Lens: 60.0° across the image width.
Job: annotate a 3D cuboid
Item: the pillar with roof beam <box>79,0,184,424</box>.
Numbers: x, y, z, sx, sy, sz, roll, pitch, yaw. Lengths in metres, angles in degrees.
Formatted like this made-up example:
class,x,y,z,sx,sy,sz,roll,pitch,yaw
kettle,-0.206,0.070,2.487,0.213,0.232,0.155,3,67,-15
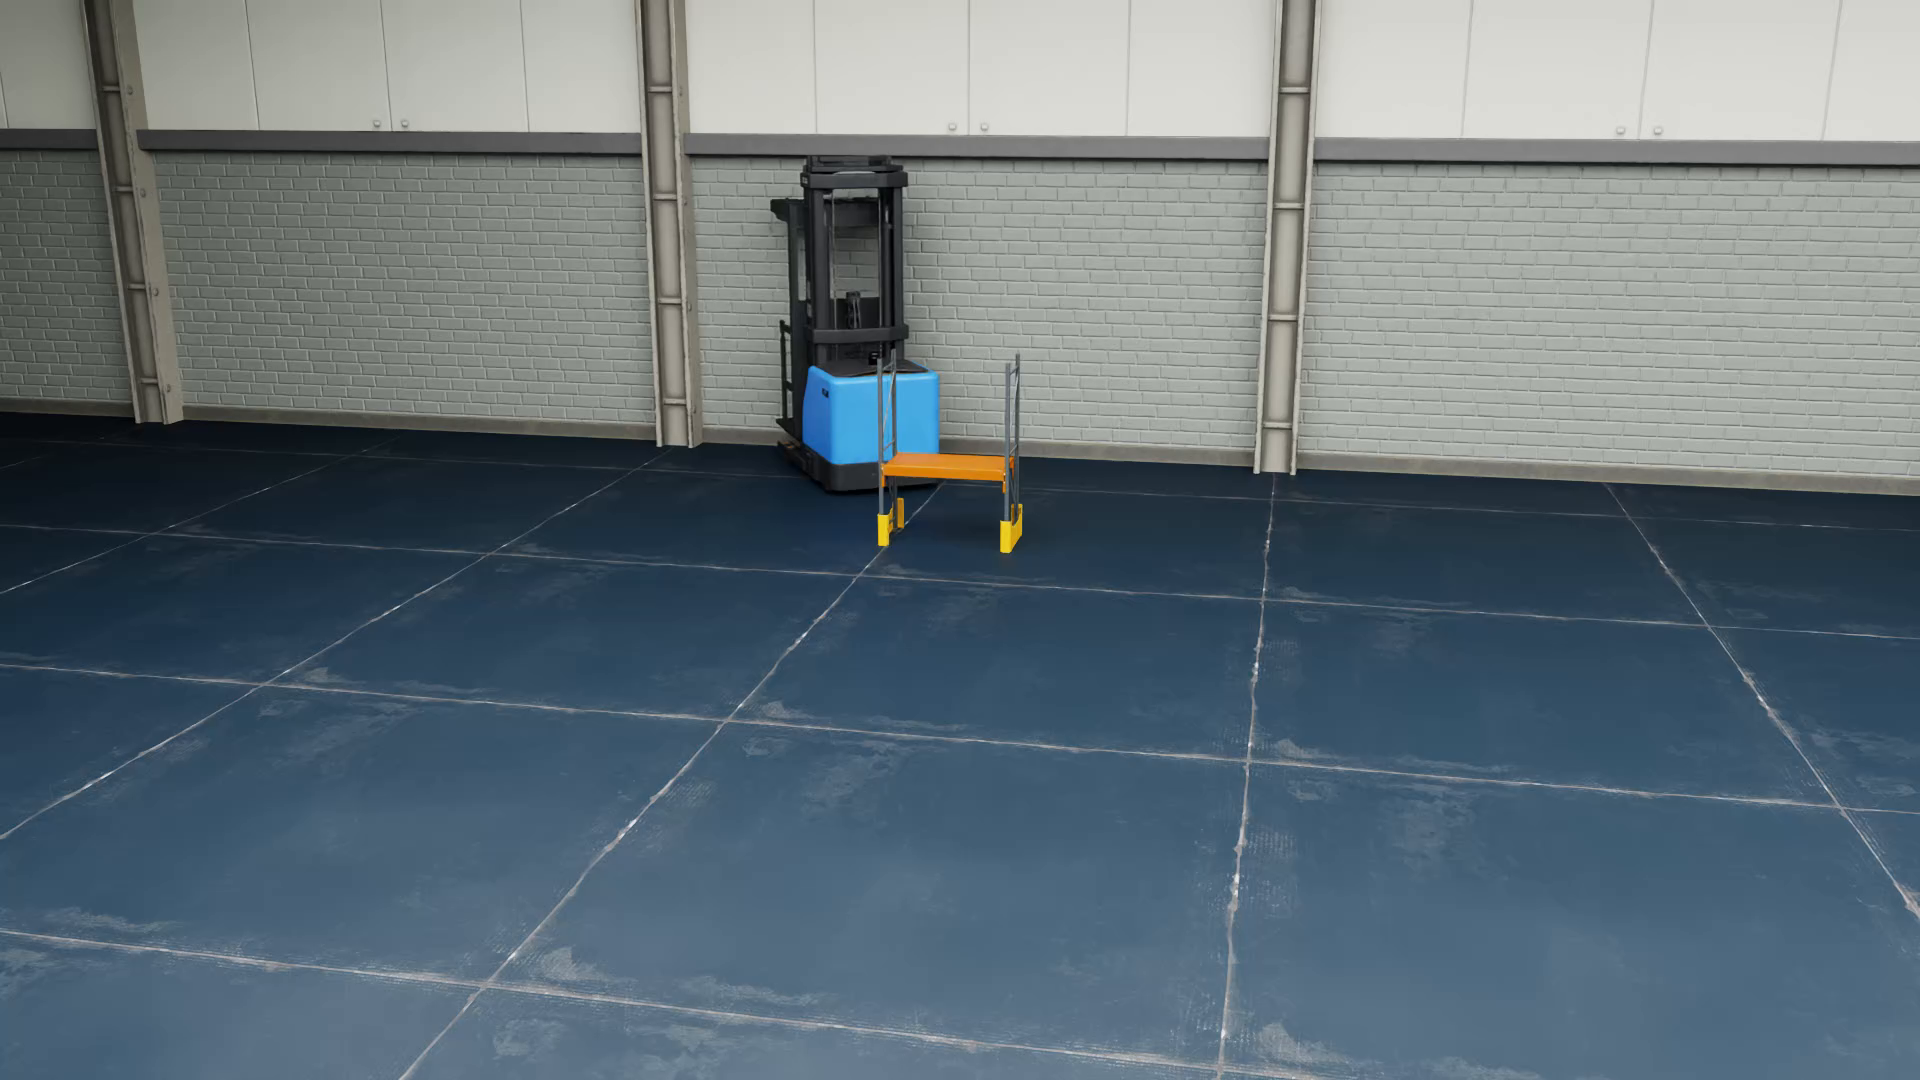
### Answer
class,x,y,z,sx,sy,sz,roll,pitch,yaw
pillar with roof beam,-9.607,-4.514,12.931,0.400,9.000,9.100,3,16,11

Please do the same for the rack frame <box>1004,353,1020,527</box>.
class,x,y,z,sx,sy,sz,roll,pitch,yaw
rack frame,0.415,-0.700,13.211,0.032,1.500,0.500,3,16,11

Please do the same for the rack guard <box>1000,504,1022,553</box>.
class,x,y,z,sx,sy,sz,roll,pitch,yaw
rack guard,0.413,-0.098,13.378,0.087,0.250,0.587,3,16,11

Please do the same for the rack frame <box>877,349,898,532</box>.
class,x,y,z,sx,sy,sz,roll,pitch,yaw
rack frame,-0.582,-0.754,13.406,0.032,1.500,0.500,3,16,11

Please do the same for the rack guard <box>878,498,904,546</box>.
class,x,y,z,sx,sy,sz,roll,pitch,yaw
rack guard,-0.563,-0.151,13.569,0.087,0.250,0.587,3,16,11

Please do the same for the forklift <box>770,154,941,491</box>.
class,x,y,z,sx,sy,sz,roll,pitch,yaw
forklift,-1.156,-2.199,15.939,1.130,2.935,3.031,-6,16,-19

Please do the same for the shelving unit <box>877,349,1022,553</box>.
class,x,y,z,sx,sy,sz,roll,pitch,yaw
shelving unit,-0.075,-0.727,13.306,1.083,1.500,0.587,3,16,11

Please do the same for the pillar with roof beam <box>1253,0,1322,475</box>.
class,x,y,z,sx,sy,sz,roll,pitch,yaw
pillar with roof beam,2.153,-3.876,10.627,0.400,9.000,9.100,3,16,11

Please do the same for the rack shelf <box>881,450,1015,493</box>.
class,x,y,z,sx,sy,sz,roll,pitch,yaw
rack shelf,-0.084,-0.554,13.356,1.000,0.185,0.538,3,16,11

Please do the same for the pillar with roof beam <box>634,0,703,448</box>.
class,x,y,z,sx,sy,sz,roll,pitch,yaw
pillar with roof beam,-3.727,-4.195,11.779,0.400,9.000,9.100,3,16,11
